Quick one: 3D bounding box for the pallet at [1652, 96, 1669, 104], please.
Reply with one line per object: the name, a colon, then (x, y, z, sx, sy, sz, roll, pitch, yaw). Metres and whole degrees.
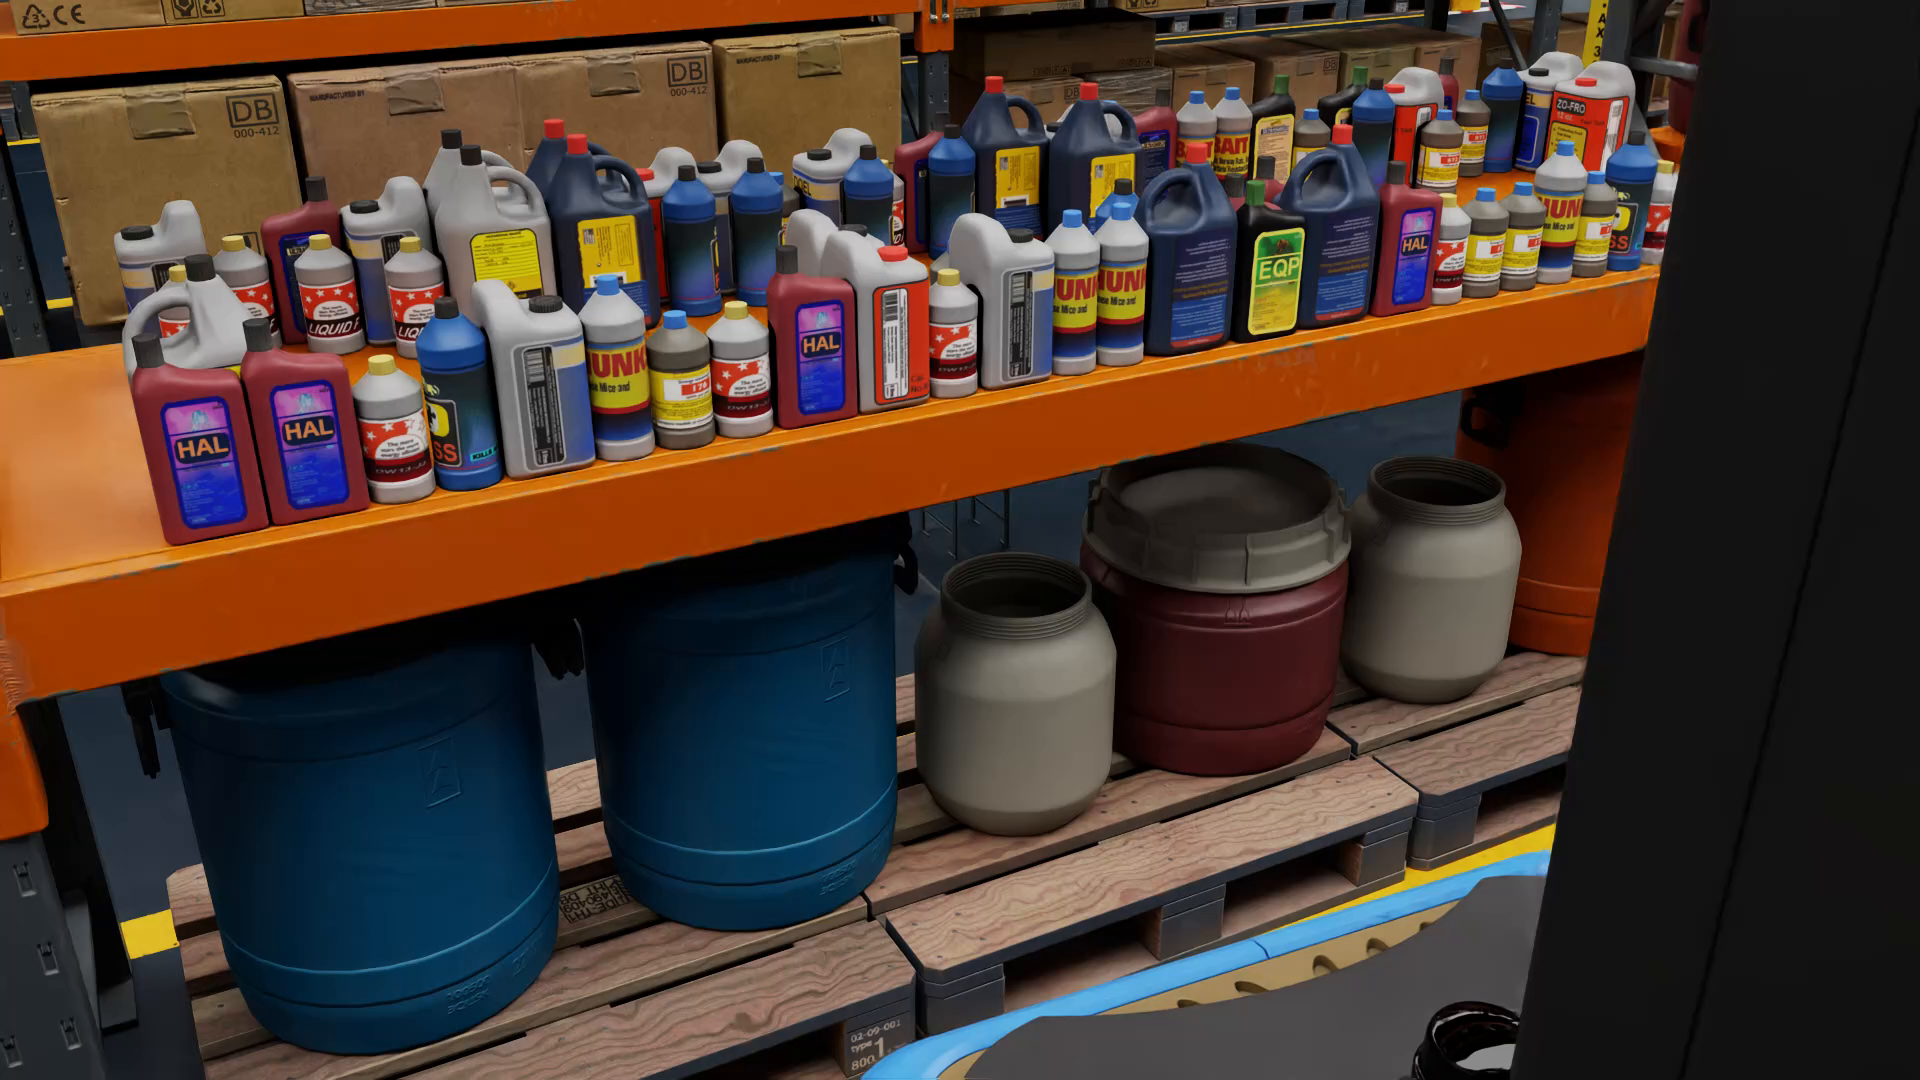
pallet: (4.844, -2.945, 11.141, 1.213, 0.211, 1.003, -13, 29, -25)

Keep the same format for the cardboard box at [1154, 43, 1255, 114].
cardboard box: (1.223, -2.439, 9.244, 0.500, 0.500, 0.700, -11, 28, -21)

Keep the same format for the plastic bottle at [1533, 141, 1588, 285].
plastic bottle: (1.177, -0.650, 3.286, 0.097, 0.271, 0.097, 0, 26, 0)

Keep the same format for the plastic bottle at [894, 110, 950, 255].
plastic bottle: (-0.069, -0.749, 3.478, 0.133, 0.283, 0.061, -13, 29, -25)

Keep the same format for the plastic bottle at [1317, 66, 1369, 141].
plastic bottle: (0.909, -0.974, 3.949, 0.133, 0.283, 0.061, -13, 29, -25)

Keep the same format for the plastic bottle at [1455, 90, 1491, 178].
plastic bottle: (1.256, -1.009, 4.114, 0.097, 0.201, 0.097, 0, 26, 0)

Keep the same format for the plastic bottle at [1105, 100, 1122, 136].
plastic bottle: (0.323, -0.825, 3.651, 0.097, 0.271, 0.097, 0, 26, 0)

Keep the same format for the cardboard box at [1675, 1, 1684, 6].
cardboard box: (5.088, -3.303, 11.067, 0.500, 0.500, 0.500, -10, 27, -20)

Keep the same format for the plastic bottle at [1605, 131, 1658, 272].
plastic bottle: (1.349, -0.689, 3.369, 0.097, 0.271, 0.097, 0, 26, 0)

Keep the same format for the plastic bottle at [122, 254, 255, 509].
plastic bottle: (-1.040, -0.215, 2.289, 0.185, 0.351, 0.144, -13, 29, -25)

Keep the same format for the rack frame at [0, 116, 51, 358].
rack frame: (-3.869, -2.173, 6.310, 0.127, 3.000, 1.000, -13, 29, -25)

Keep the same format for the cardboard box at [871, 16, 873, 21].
cardboard box: (-1.235, -4.346, 12.951, 0.750, 0.750, 1.050, -13, 28, -24)

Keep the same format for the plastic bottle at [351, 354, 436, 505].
plastic bottle: (-0.803, -0.161, 2.349, 0.097, 0.201, 0.097, 0, 26, 0)

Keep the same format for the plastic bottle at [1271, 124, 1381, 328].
plastic bottle: (0.666, -0.579, 3.047, 0.185, 0.351, 0.144, -13, 29, -25)

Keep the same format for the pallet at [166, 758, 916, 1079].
pallet: (-0.838, 0.835, 3.268, 1.213, 0.211, 1.003, -13, 29, -25)

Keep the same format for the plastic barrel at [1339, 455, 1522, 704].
plastic barrel: (1.111, 0.092, 3.982, 0.421, 0.512, 0.421, 0, 26, 0)

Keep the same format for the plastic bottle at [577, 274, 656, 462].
plastic bottle: (-0.513, -0.260, 2.474, 0.097, 0.271, 0.097, 0, 26, 0)

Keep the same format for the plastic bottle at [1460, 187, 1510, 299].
plastic bottle: (1.005, -0.578, 3.219, 0.097, 0.201, 0.097, 0, 26, 0)

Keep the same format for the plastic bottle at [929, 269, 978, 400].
plastic bottle: (-0.019, -0.342, 2.726, 0.097, 0.201, 0.097, 0, 26, 0)

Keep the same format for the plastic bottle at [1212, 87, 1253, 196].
plastic bottle: (0.612, -0.892, 3.790, 0.097, 0.271, 0.097, 0, 26, 0)

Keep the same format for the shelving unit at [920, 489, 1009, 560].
shelving unit: (0.013, -0.544, 4.996, 0.189, 1.200, 0.258, -13, 29, -25)

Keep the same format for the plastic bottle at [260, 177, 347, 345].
plastic bottle: (-1.160, -0.497, 2.954, 0.133, 0.283, 0.061, -13, 29, -25)

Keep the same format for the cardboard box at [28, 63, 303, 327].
cardboard box: (-3.314, -1.542, 6.966, 0.875, 0.875, 1.225, -13, 29, -25)

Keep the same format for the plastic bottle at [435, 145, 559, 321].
plastic bottle: (-0.814, -0.516, 2.916, 0.185, 0.351, 0.144, -13, 29, -25)

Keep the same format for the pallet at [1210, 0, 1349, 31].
pallet: (2.731, -4.835, 15.076, 1.213, 0.211, 1.003, -13, 29, -25)

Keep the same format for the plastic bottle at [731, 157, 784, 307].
plastic bottle: (-0.382, -0.587, 3.157, 0.097, 0.271, 0.097, 0, 26, 0)

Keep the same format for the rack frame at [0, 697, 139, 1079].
rack frame: (-1.538, -0.281, 2.370, 0.127, 3.000, 1.000, -13, 29, -25)

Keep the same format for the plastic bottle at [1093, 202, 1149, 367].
plastic bottle: (0.272, -0.441, 2.851, 0.097, 0.271, 0.097, 0, 26, 0)

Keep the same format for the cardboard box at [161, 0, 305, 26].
cardboard box: (-2.902, -2.319, 6.498, 0.500, 0.500, 0.500, -13, 29, -25)

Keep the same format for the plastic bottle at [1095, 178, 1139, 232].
plastic bottle: (0.290, -0.516, 3.007, 0.097, 0.271, 0.097, 0, 26, 0)

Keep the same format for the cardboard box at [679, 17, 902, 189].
cardboard box: (-0.958, -2.086, 8.099, 0.875, 0.875, 1.225, -14, 29, -27)

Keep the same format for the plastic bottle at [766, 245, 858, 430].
plastic bottle: (-0.230, -0.321, 2.588, 0.133, 0.283, 0.061, -13, 29, -25)

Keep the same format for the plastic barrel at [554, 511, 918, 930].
plastic barrel: (-0.426, 0.227, 3.251, 0.708, 0.901, 0.600, -13, 29, -25)

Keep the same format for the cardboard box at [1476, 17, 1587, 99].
cardboard box: (3.562, -2.931, 10.291, 0.500, 0.500, 0.500, -14, 29, -27)

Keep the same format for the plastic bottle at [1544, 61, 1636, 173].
plastic bottle: (1.529, -1.017, 4.046, 0.135, 0.276, 0.152, -13, 29, -25)

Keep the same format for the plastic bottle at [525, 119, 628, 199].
plastic bottle: (-0.718, -0.609, 3.109, 0.185, 0.351, 0.144, -13, 29, -25)

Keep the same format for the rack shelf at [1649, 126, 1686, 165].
rack shelf: (3.756, -1.179, 5.071, 4.000, 0.370, 1.077, -13, 29, -25)

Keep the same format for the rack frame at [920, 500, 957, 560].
rack frame: (-0.068, -0.525, 4.958, 0.006, 1.200, 0.240, -13, 29, -25)

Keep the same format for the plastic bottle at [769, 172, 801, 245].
plastic bottle: (-0.367, -0.634, 3.334, 0.097, 0.201, 0.097, 0, 26, 0)

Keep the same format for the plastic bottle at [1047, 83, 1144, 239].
plastic bottle: (0.281, -0.765, 3.434, 0.185, 0.351, 0.144, -13, 29, -25)

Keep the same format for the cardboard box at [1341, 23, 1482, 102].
cardboard box: (2.638, -2.757, 9.906, 0.500, 0.500, 0.700, -15, 30, -29)

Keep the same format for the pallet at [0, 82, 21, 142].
pallet: (-6.690, -2.680, 10.588, 1.213, 0.211, 1.003, -13, 29, -25)

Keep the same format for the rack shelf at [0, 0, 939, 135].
rack shelf: (-2.104, -2.256, 7.314, 4.000, 0.370, 1.077, -13, 29, -25)

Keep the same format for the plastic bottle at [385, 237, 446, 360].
plastic bottle: (-0.945, -0.426, 2.901, 0.097, 0.201, 0.097, 0, 26, 0)
